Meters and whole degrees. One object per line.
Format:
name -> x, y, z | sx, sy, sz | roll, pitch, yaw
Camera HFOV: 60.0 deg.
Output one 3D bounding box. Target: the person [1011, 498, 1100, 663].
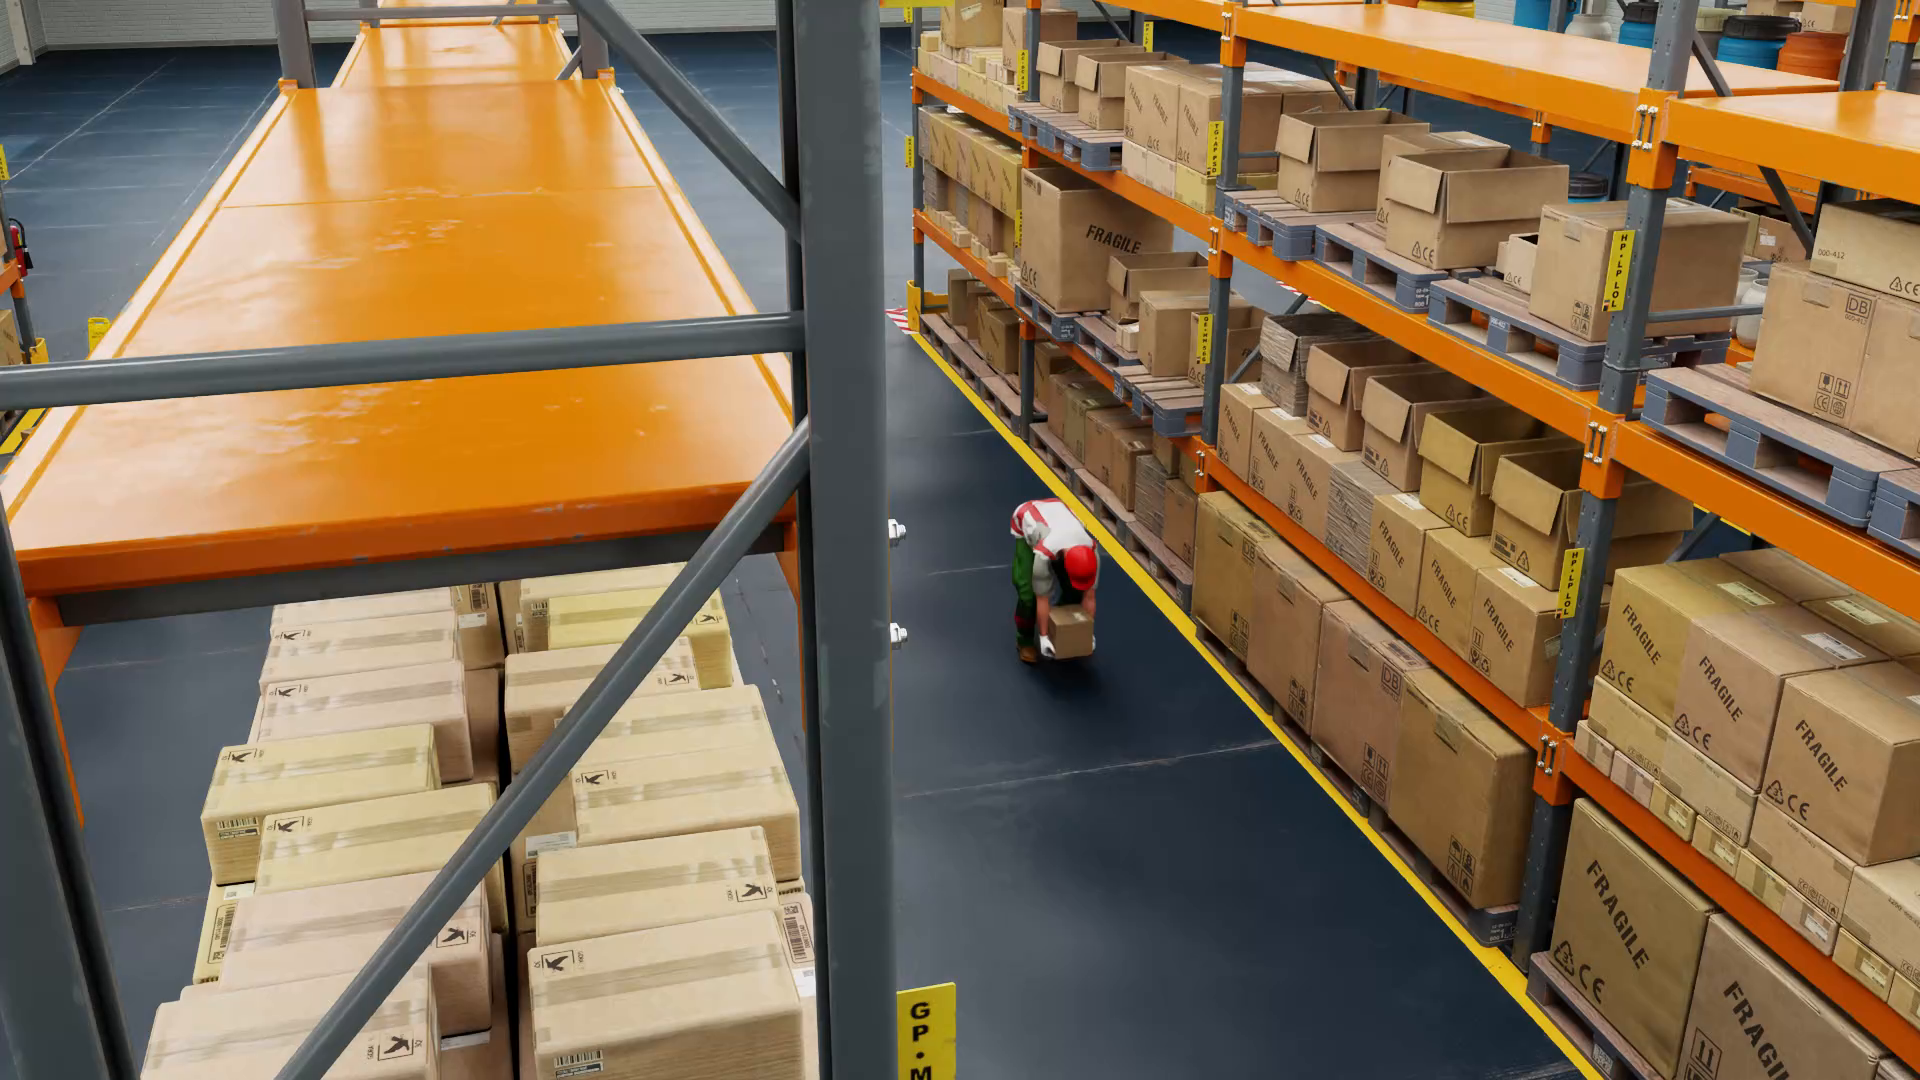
person -> 0.634, 0.336, 10.742 | 0.499, 1.083, 0.965 | -7, 24, -17
